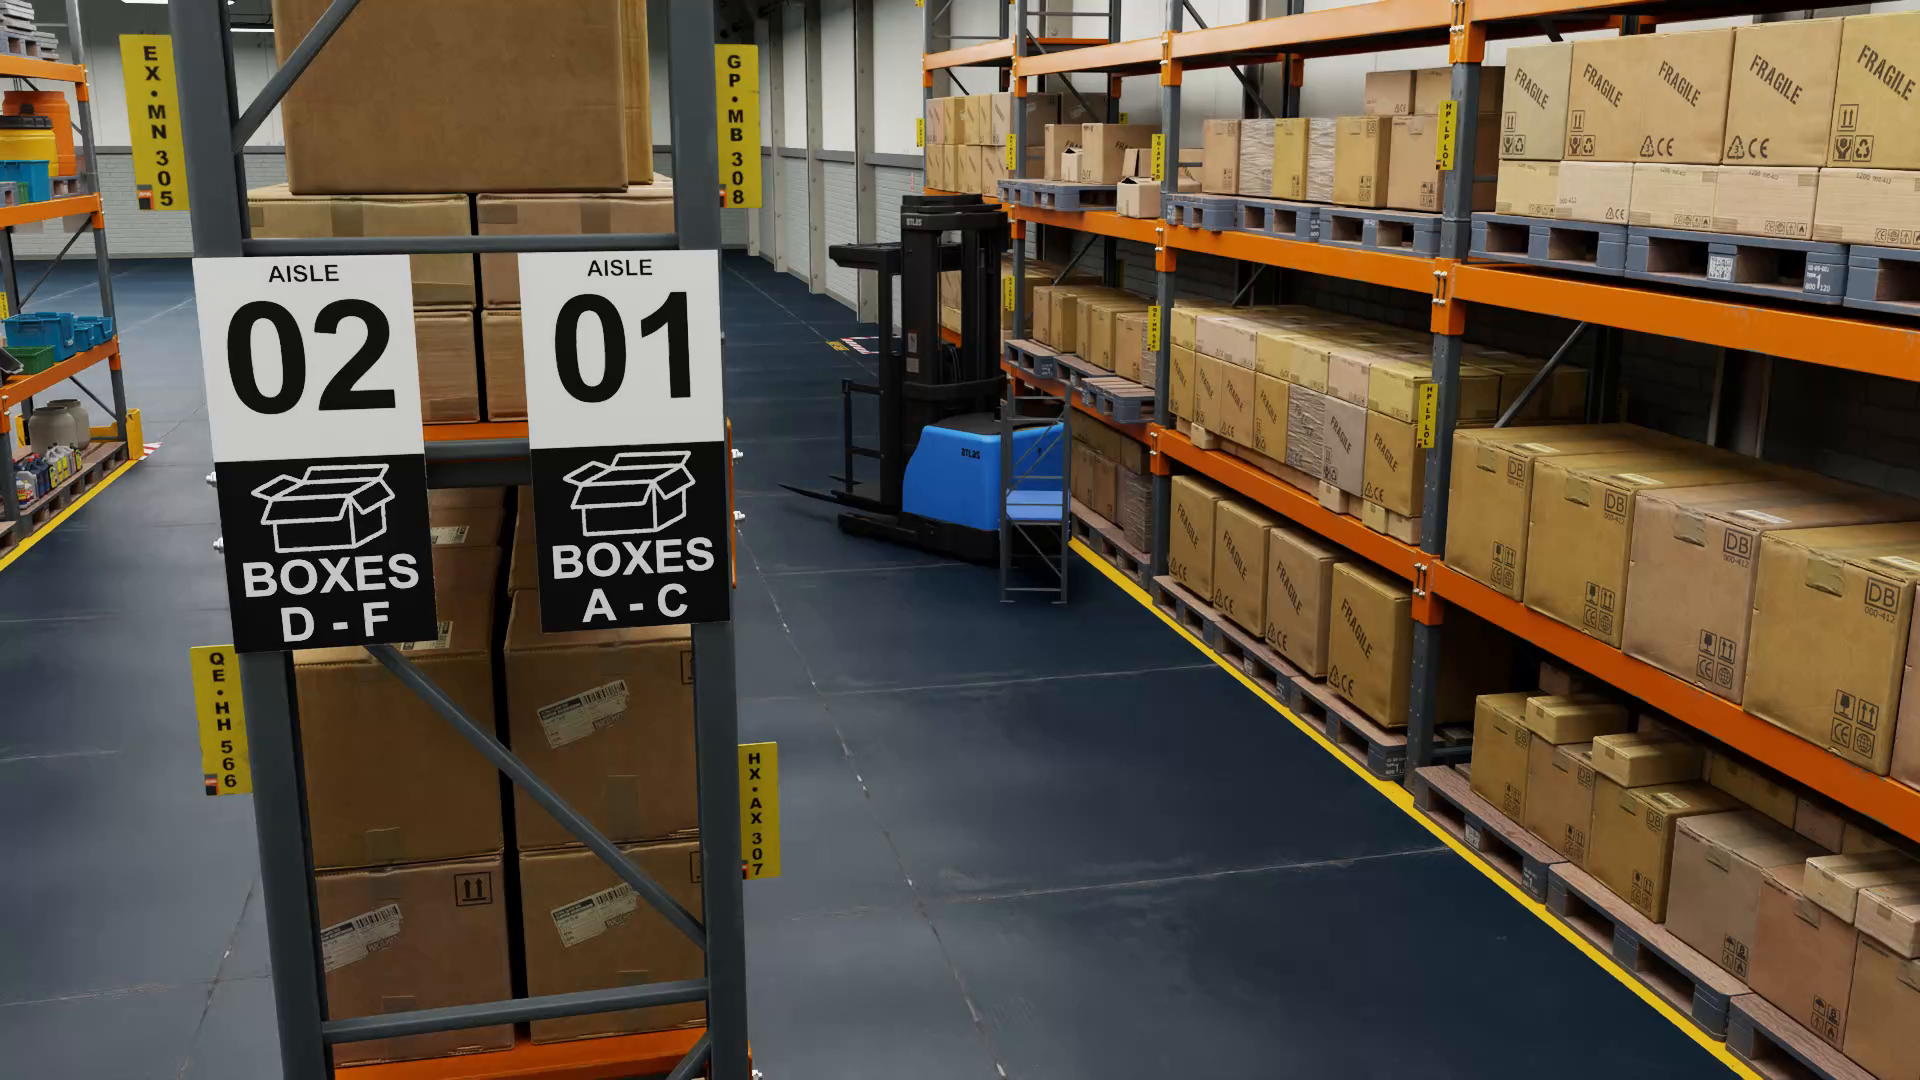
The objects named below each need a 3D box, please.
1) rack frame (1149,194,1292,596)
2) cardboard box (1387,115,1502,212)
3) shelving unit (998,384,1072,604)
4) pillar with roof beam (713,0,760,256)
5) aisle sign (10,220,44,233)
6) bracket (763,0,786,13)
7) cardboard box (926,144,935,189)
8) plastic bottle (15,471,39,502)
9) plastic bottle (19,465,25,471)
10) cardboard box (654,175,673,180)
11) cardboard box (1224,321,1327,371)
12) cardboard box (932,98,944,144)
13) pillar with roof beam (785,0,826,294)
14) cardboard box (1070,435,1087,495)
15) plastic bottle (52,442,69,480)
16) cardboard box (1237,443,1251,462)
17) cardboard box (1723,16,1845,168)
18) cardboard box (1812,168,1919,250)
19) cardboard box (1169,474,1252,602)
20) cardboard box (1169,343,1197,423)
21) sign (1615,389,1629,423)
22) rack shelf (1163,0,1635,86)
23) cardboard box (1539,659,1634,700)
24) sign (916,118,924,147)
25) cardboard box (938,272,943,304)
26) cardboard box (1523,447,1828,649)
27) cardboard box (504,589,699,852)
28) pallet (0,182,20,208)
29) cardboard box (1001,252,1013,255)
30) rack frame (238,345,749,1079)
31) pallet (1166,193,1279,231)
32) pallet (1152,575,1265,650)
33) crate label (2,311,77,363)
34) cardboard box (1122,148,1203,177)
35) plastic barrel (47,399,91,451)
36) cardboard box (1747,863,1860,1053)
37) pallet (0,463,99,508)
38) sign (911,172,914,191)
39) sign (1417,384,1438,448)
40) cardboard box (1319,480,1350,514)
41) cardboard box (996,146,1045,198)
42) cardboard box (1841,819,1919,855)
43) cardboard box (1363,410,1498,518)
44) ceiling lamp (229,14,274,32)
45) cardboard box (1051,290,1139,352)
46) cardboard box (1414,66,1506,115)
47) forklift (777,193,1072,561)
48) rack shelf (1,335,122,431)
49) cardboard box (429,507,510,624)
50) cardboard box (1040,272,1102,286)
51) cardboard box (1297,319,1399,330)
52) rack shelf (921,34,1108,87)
[{"bbox_3d":[1.948,-1.057,12.432,1.000,3.000,0.127,-3,14,-13],"label":"rack frame"},{"bbox_3d":[2.787,-2.062,9.091,0.700,0.500,0.500,-4,14,-16],"label":"cardboard box"},{"bbox_3d":[0.588,-0.378,12.812,0.538,1.500,1.048,1,14,4],"label":"shelving unit"},{"bbox_3d":[-10.156,-12.384,46.156,9.100,9.000,0.548,-3,14,-13],"label":"pillar with roof beam"},{"bbox_3d":[-9.863,-3.613,17.418,0.394,0.787,0.004,-3,14,-13],"label":"aisle sign"},{"bbox_3d":[-4.205,-12.278,38.139,0.076,0.066,4.783,-3,14,-13],"label":"bracket"},{"bbox_3d":[-0.095,-4.327,19.243,0.500,0.500,0.500,-3,14,-12],"label":"cardboard box"},{"bbox_3d":[-8.373,-0.489,14.919,0.152,0.276,0.135,-3,14,-11],"label":"plastic bottle"},{"bbox_3d":[-8.559,-0.552,15.186,0.097,0.271,0.097,0,14,0],"label":"plastic bottle"},{"bbox_3d":[-1.089,-0.925,4.835,0.500,0.250,0.500,-3,14,-13],"label":"cardboard box"},{"bbox_3d":[2.052,-1.266,10.827,0.500,0.250,0.500,-3,14,-13],"label":"cardboard box"},{"bbox_3d":[-0.008,-4.682,18.592,0.500,0.500,0.500,-3,14,-14],"label":"cardboard box"},{"bbox_3d":[-7.338,-9.616,34.825,9.100,9.000,0.548,-3,14,-13],"label":"pillar with roof beam"},{"bbox_3d":[1.368,-0.694,15.285,0.700,0.500,0.500,-4,14,-14],"label":"cardboard box"},{"bbox_3d":[-8.596,-0.748,15.823,0.144,0.351,0.185,-3,14,-11],"label":"plastic bottle"},{"bbox_3d":[2.079,-0.620,11.133,0.380,0.149,0.250,-3,14,-12],"label":"cardboard box"},{"bbox_3d":[3.152,-1.602,5.983,0.500,0.500,0.500,-4,14,-16],"label":"cardboard box"},{"bbox_3d":[3.273,-1.122,5.600,0.500,0.250,0.500,-4,14,-15],"label":"cardboard box"},{"bbox_3d":[1.993,-0.039,11.913,0.750,0.750,0.750,-3,14,-14],"label":"cardboard box"},{"bbox_3d":[1.813,-1.133,11.865,0.500,0.500,0.500,-3,14,-12],"label":"cardboard box"},{"bbox_3d":[3.426,-0.624,8.671,0.100,0.325,0.005,-3,14,-13],"label":"sign"},{"bbox_3d":[2.418,-2.966,9.964,1.077,0.370,4.000,-3,14,-13],"label":"rack shelf"},{"bbox_3d":[3.122,0.695,8.277,0.380,0.149,0.250,-3,14,-14],"label":"cardboard box"},{"bbox_3d":[-0.458,-4.754,19.402,0.100,0.325,0.005,-3,14,-13],"label":"sign"},{"bbox_3d":[-0.005,-2.962,18.924,0.500,0.500,0.500,-3,14,-13],"label":"cardboard box"},{"bbox_3d":[3.165,0.015,7.413,0.980,0.700,0.700,-4,14,-15],"label":"cardboard box"},{"bbox_3d":[-0.835,0.415,4.093,0.500,0.500,0.500,-3,14,-11],"label":"cardboard box"},{"bbox_3d":[-8.886,-2.954,14.274,1.213,0.211,1.003,-3,14,-13],"label":"pallet"},{"bbox_3d":[0.386,-3.106,19.516,0.500,0.500,0.500,-3,14,-14],"label":"cardboard box"},{"bbox_3d":[-0.987,1.066,3.744,1.000,3.000,0.127,-3,14,-13],"label":"rack frame"},{"bbox_3d":[2.151,-2.276,11.502,1.213,0.211,1.003,-3,14,-11],"label":"pallet"},{"bbox_3d":[2.060,0.484,12.001,1.003,0.211,1.213,-3,14,-13],"label":"pallet"},{"bbox_3d":[-8.866,-1.958,16.045,0.502,0.435,0.616,-3,14,-13],"label":"crate label"},{"bbox_3d":[1.734,-2.878,13.306,0.797,0.503,0.637,-1,14,-5],"label":"cardboard box"},{"bbox_3d":[-9.332,-1.198,17.367,0.421,0.512,0.421,0,14,0],"label":"plastic barrel"},{"bbox_3d":[3.448,1.528,6.235,0.700,0.500,0.500,-3,14,-13],"label":"cardboard box"},{"bbox_3d":[-9.029,-0.512,16.077,1.003,0.211,1.213,-3,14,-13],"label":"pallet"},{"bbox_3d":[-0.783,-5.879,27.285,0.001,0.298,0.199,-3,14,-13],"label":"sign"},{"bbox_3d":[2.362,-0.625,8.394,0.100,0.325,0.005,-3,14,-13],"label":"sign"},{"bbox_3d":[2.314,-0.261,9.661,0.380,0.149,0.250,-3,14,-13],"label":"cardboard box"},{"bbox_3d":[0.649,-3.598,16.261,0.500,0.500,0.500,-3,14,-12],"label":"cardboard box"},{"bbox_3d":[3.611,1.171,6.328,0.380,0.149,0.250,-3,14,-13],"label":"cardboard box"},{"bbox_3d":[2.534,-0.429,8.983,0.500,0.500,0.500,-4,14,-14],"label":"cardboard box"},{"bbox_3d":[-17.020,-13.883,39.990,2.000,3.185,0.800,-3,14,-13],"label":"ceiling lamp"},{"bbox_3d":[1.219,-1.993,15.127,0.700,0.500,0.500,-2,14,-7],"label":"cardboard box"},{"bbox_3d":[2.808,-2.428,9.006,0.500,0.250,0.500,-2,14,-9],"label":"cardboard box"},{"bbox_3d":[-0.433,-1.531,14.518,1.130,2.935,3.031,-13,19,-42],"label":"forklift"},{"bbox_3d":[-9.091,-1.539,15.922,1.077,0.370,4.000,-3,14,-13],"label":"rack shelf"},{"bbox_3d":[-1.605,0.208,4.936,0.500,0.500,0.500,-3,14,-12],"label":"cardboard box"},{"bbox_3d":[1.101,-2.401,16.627,0.500,0.500,0.500,-4,14,-14],"label":"cardboard box"},{"bbox_3d":[2.542,-1.295,10.949,0.500,0.250,0.500,-4,14,-15],"label":"cardboard box"},{"bbox_3d":[0.539,-5.004,17.471,1.077,0.370,4.000,-3,14,-13],"label":"rack shelf"}]
